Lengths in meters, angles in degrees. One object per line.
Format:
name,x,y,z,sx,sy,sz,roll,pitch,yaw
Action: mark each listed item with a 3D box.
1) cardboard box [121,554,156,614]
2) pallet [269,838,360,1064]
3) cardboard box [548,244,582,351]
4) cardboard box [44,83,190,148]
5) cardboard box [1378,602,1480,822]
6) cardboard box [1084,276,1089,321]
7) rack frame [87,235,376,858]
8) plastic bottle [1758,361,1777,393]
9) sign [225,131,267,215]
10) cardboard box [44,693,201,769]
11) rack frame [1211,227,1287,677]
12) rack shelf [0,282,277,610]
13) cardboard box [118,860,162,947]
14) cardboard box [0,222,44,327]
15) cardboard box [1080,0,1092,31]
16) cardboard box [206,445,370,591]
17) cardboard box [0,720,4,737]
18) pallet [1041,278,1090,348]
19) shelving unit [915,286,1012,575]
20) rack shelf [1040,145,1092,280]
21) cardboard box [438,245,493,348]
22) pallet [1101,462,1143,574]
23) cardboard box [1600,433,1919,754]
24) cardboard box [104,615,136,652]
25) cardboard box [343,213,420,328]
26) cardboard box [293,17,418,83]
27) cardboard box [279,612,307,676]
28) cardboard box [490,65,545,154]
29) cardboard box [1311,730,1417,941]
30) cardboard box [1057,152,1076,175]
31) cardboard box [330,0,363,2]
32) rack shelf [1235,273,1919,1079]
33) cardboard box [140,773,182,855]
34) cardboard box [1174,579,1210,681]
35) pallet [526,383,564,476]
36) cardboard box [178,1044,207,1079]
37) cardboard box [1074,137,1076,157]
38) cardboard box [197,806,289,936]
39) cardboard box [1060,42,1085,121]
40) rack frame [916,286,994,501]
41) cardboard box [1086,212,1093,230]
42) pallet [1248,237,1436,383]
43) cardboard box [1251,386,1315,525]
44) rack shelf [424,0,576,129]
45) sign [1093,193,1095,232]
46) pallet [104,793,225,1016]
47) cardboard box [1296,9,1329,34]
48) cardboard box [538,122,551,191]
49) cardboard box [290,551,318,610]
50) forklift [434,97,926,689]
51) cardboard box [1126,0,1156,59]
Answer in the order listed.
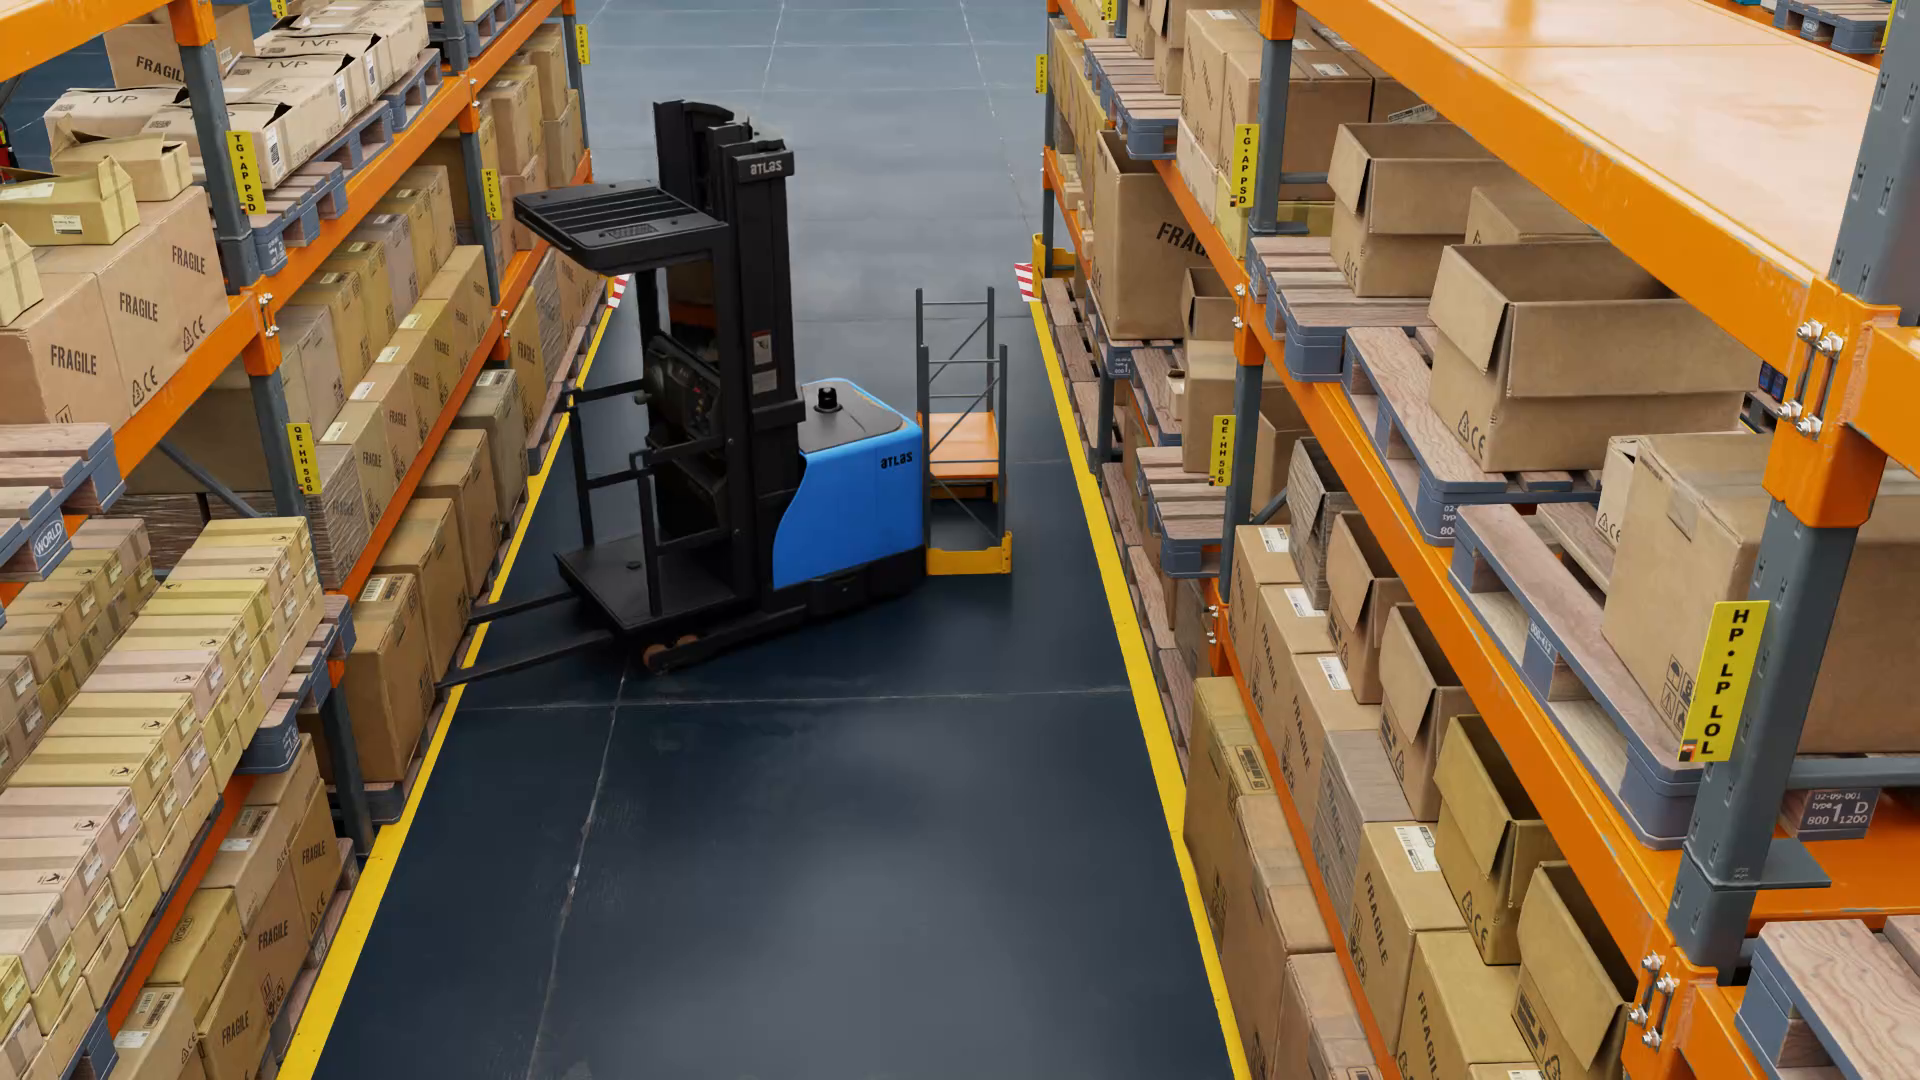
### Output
cardboard box,-3.475,0.177,6.662,0.380,0.149,0.250,0,28,0
pallet,-3.260,1.753,7.160,1.003,0.211,1.213,-1,28,-3
cardboard box,-3.568,-2.065,13.309,0.875,0.875,0.875,-2,28,-3
cardboard box,-3.654,-1.840,7.326,0.500,0.311,0.500,-1,28,-3
cardboard box,1.754,0.542,5.274,0.797,0.503,0.637,-1,28,-1
cardboard box,1.322,-2.125,13.831,0.500,0.500,0.500,6,28,11
rack frame,-3.300,0.156,7.207,1.000,3.000,0.127,-1,28,-3
plastic bottle,6.065,-1.284,12.356,0.144,0.351,0.185,-3,28,-5
sign,-2.758,-1.415,6.417,0.100,0.325,0.005,-1,28,-3
cardboard box,-2.751,0.630,5.473,0.380,0.149,0.250,0,28,0
rack frame,1.659,0.083,7.347,1.000,3.000,0.127,-1,28,-3
rack shelf,-3.195,0.069,4.909,1.077,0.370,4.000,-1,28,-3
cardboard box,-2.726,1.132,5.153,0.380,0.149,0.250,-2,28,-4
cardboard box,-2.931,-0.784,4.829,0.396,0.266,0.258,-1,28,-3
cardboard box,1.117,-3.709,11.536,0.500,0.250,0.500,-2,28,-3
cardboard box,-3.053,-0.102,7.594,0.500,0.500,0.500,-1,28,-2
cardboard box,-3.399,0.642,5.449,0.380,0.149,0.250,-1,28,-1
pallet,1.252,-1.964,14.288,1.003,0.211,1.213,-1,28,-3
shelving unit,-0.003,-0.701,10.472,0.587,1.500,1.083,-2,28,-3
rack shelf,1.346,-2.369,12.826,1.077,0.370,4.000,-1,28,-3
cardboard box,-3.214,-1.501,10.276,0.500,0.500,0.500,-2,28,-3
pallet,1.492,-0.168,10.845,1.003,0.211,1.213,-1,28,-3
cardboard box,1.827,0.102,3.505,0.700,0.500,0.500,-1,28,-1
cardboard box,-3.464,0.417,6.525,0.380,0.149,0.250,0,28,0
cardboard box,-3.422,-1.479,9.153,0.700,0.500,0.500,-1,28,-2
cardboard box,-3.224,-2.620,8.887,0.500,0.250,0.500,-2,28,-3
cardboard box,-2.804,0.413,6.533,0.380,0.149,0.250,-1,28,-3
cardboard box,-3.565,-3.156,12.228,0.875,0.550,0.500,-1,28,-3
cardboard box,1.496,0.975,5.529,0.500,0.500,0.500,-1,28,-2
cardboard box,1.010,-3.131,13.781,0.380,0.149,0.250,-1,28,-3
cardboard box,-3.847,-3.301,10.301,0.380,0.149,0.250,-1,28,-3
rack shelf,1.763,-0.005,5.049,1.077,0.370,4.000,-1,28,-3
cardboard box,-2.736,0.881,5.313,0.380,0.149,0.250,-2,28,-4
cardboard box,1.562,0.431,8.907,0.700,0.500,0.500,-4,28,-7
pallet,-3.470,-0.808,12.071,1.003,0.211,1.213,-1,28,-3
cardboard box,-2.935,2.092,5.745,0.500,0.500,0.500,-1,28,-2
cardboard box,1.388,-3.305,13.414,0.875,0.500,0.500,-1,28,-3
cardboard box,-2.965,1.288,6.475,0.500,0.250,0.500,-1,28,-2
cardboard box,1.044,-3.509,12.723,0.500,0.500,0.500,-1,28,-3
rack frame,-0.031,-0.940,10.930,0.500,1.500,0.032,-2,28,-3
cardboard box,1.129,-2.324,12.233,0.380,0.149,0.250,-1,28,-3
pallet,1.745,-0.867,6.130,1.213,0.211,1.003,0,28,0
cardboard box,1.591,-0.396,7.704,0.500,0.500,0.500,-5,28,-9
rack shelf,-3.613,-3.626,11.993,1.077,0.370,4.000,-1,28,-3
sign,0.909,-2.132,10.657,0.100,0.325,0.005,-1,28,-3
pallet,-3.155,1.154,5.501,1.003,0.211,1.213,-1,28,-3
cardboard box,1.835,-2.203,7.837,0.500,0.500,0.500,-2,28,-4
cardboard box,-3.698,-2.920,12.942,0.875,0.550,0.550,-1,28,-3
cardboard box,-2.819,0.166,6.683,0.380,0.149,0.250,-1,28,-2
forklift,-1.721,-0.825,9.162,3.031,2.935,1.130,-17,32,-29
cardboard box,1.376,-3.107,9.654,0.797,0.503,0.637,-3,28,-5
